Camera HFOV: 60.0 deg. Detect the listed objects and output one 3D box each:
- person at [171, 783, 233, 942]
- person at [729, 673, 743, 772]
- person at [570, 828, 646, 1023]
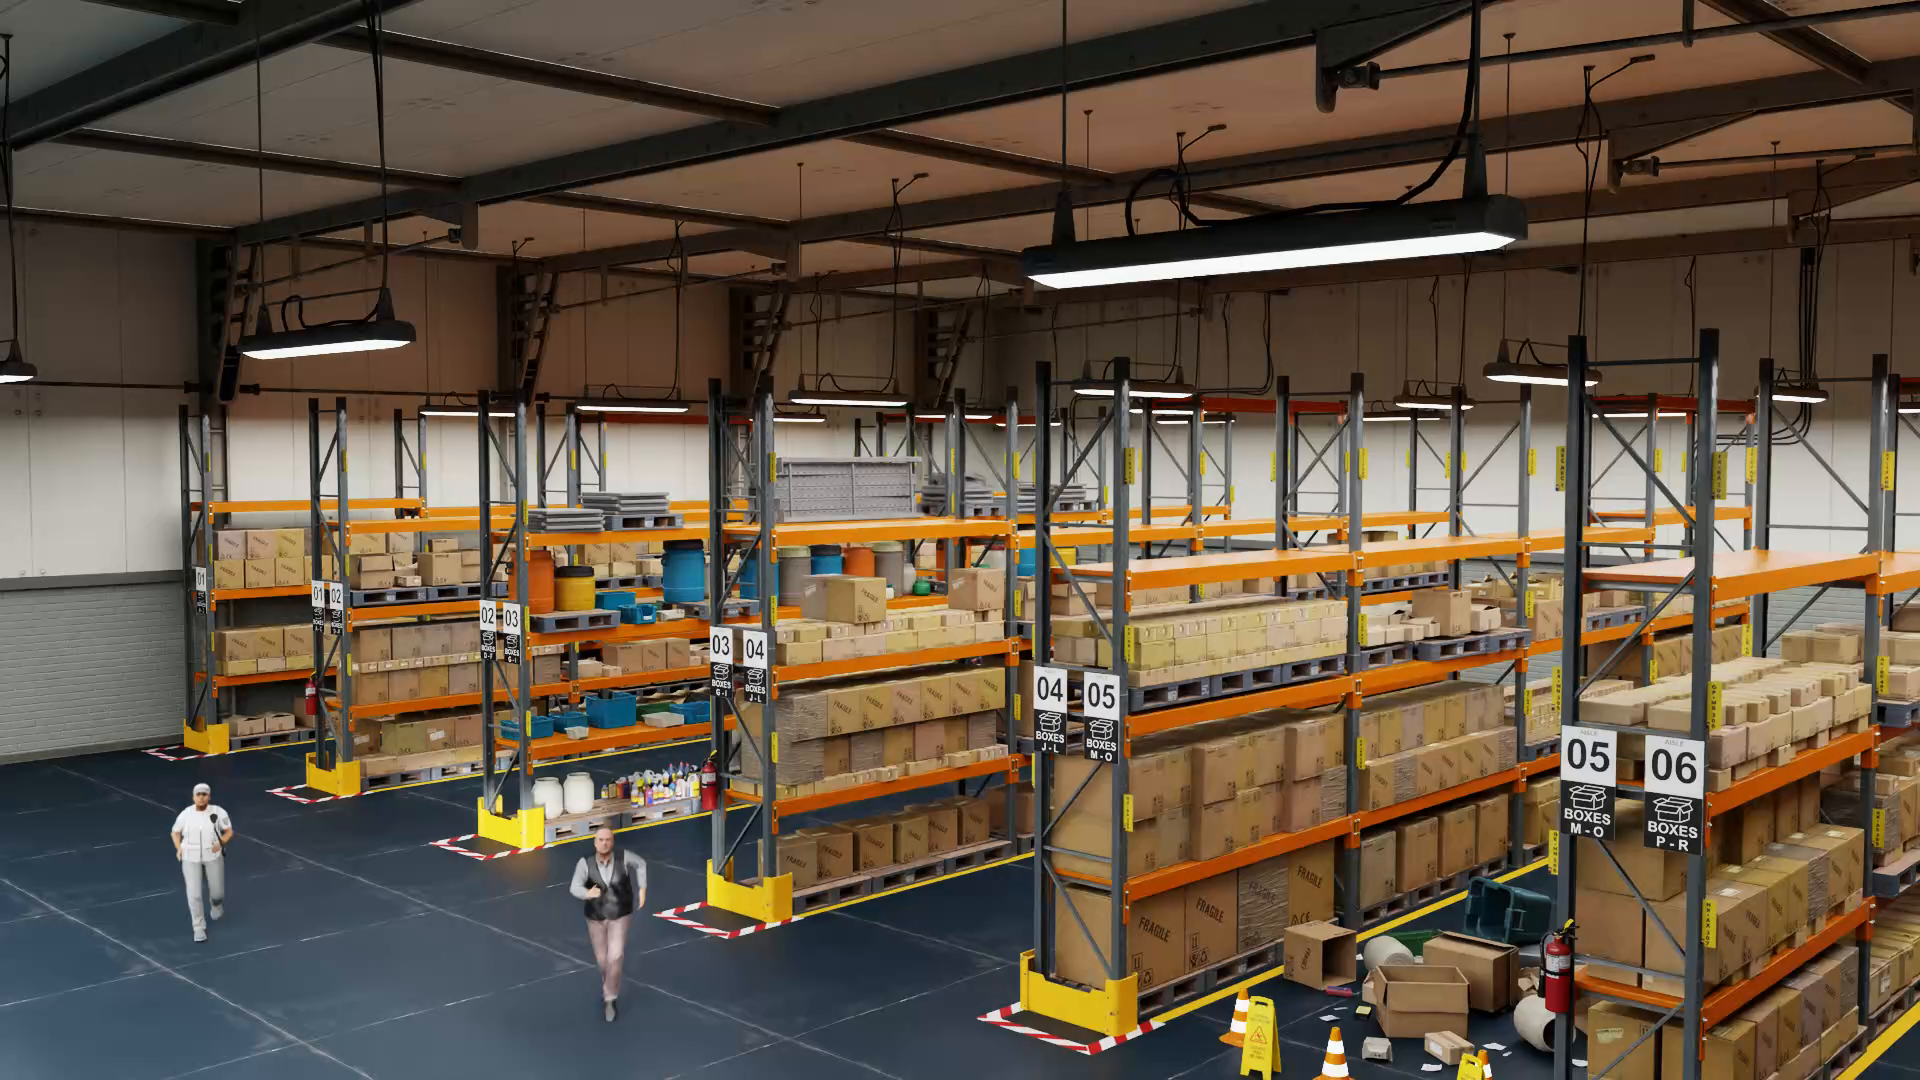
[{"bbox_3d":[-8.110,3.413,17.800,0.615,1.624,0.707,-1,3,-22],"label":"person"},{"bbox_3d":[-3.575,2.955,27.018,0.639,1.597,0.580,-3,4,-44],"label":"person"},{"bbox_3d":[-3.240,3.503,15.338,0.678,1.756,0.845,0,3,-8],"label":"person"}]
